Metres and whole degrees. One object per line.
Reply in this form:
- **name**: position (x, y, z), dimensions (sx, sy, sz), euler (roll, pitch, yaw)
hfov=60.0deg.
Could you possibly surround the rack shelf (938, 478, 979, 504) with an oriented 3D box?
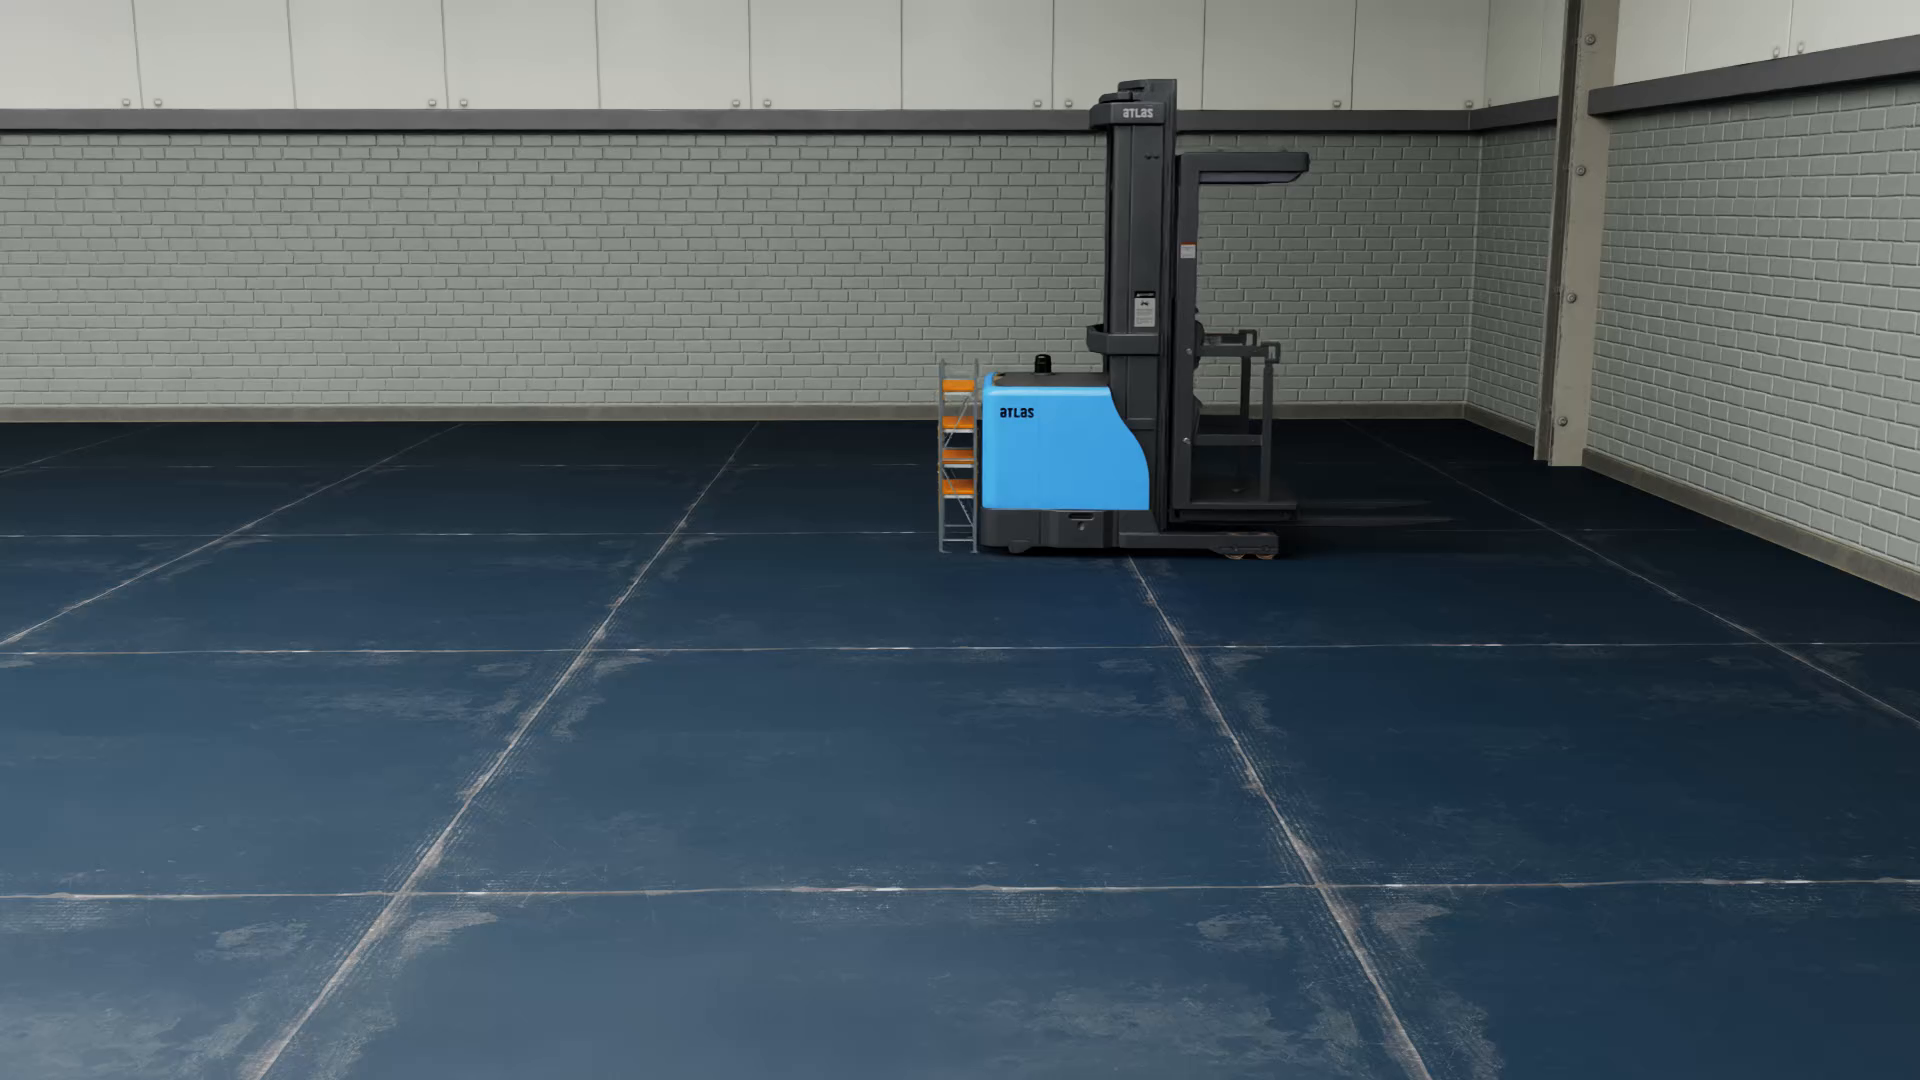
- **rack shelf**: position (-0.008, -0.295, 10.833), dimensions (0.258, 0.148, 0.480), euler (0, 11, 1)

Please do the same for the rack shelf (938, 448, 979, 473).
- **rack shelf**: position (-0.008, -0.490, 10.793), dimensions (0.258, 0.148, 0.480), euler (0, 11, 1)

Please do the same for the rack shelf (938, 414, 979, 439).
- **rack shelf**: position (-0.008, -0.709, 10.749), dimensions (0.258, 0.148, 0.480), euler (0, 11, 1)

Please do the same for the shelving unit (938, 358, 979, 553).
- **shelving unit**: position (-0.008, -0.556, 10.780), dimensions (0.258, 1.200, 0.503), euler (0, 11, 1)

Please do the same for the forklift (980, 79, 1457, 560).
- **forklift**: position (1.654, -1.420, 10.687), dimensions (3.031, 2.935, 1.130), euler (0, 11, 2)

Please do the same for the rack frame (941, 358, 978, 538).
- **rack frame**: position (-0.003, -0.604, 11.019), dimensions (0.240, 1.200, 0.015), euler (0, 11, 1)

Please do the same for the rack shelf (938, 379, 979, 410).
- **rack shelf**: position (-0.008, -0.941, 10.702), dimensions (0.258, 0.148, 0.480), euler (0, 11, 1)

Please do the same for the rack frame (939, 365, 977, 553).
- **rack frame**: position (-0.013, -0.507, 10.541), dimensions (0.240, 1.200, 0.015), euler (0, 11, 1)

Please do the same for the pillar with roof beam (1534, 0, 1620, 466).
- **pillar with roof beam**: position (0.871, -5.063, 13.380), dimensions (9.100, 9.000, 0.400), euler (0, 11, -1)
